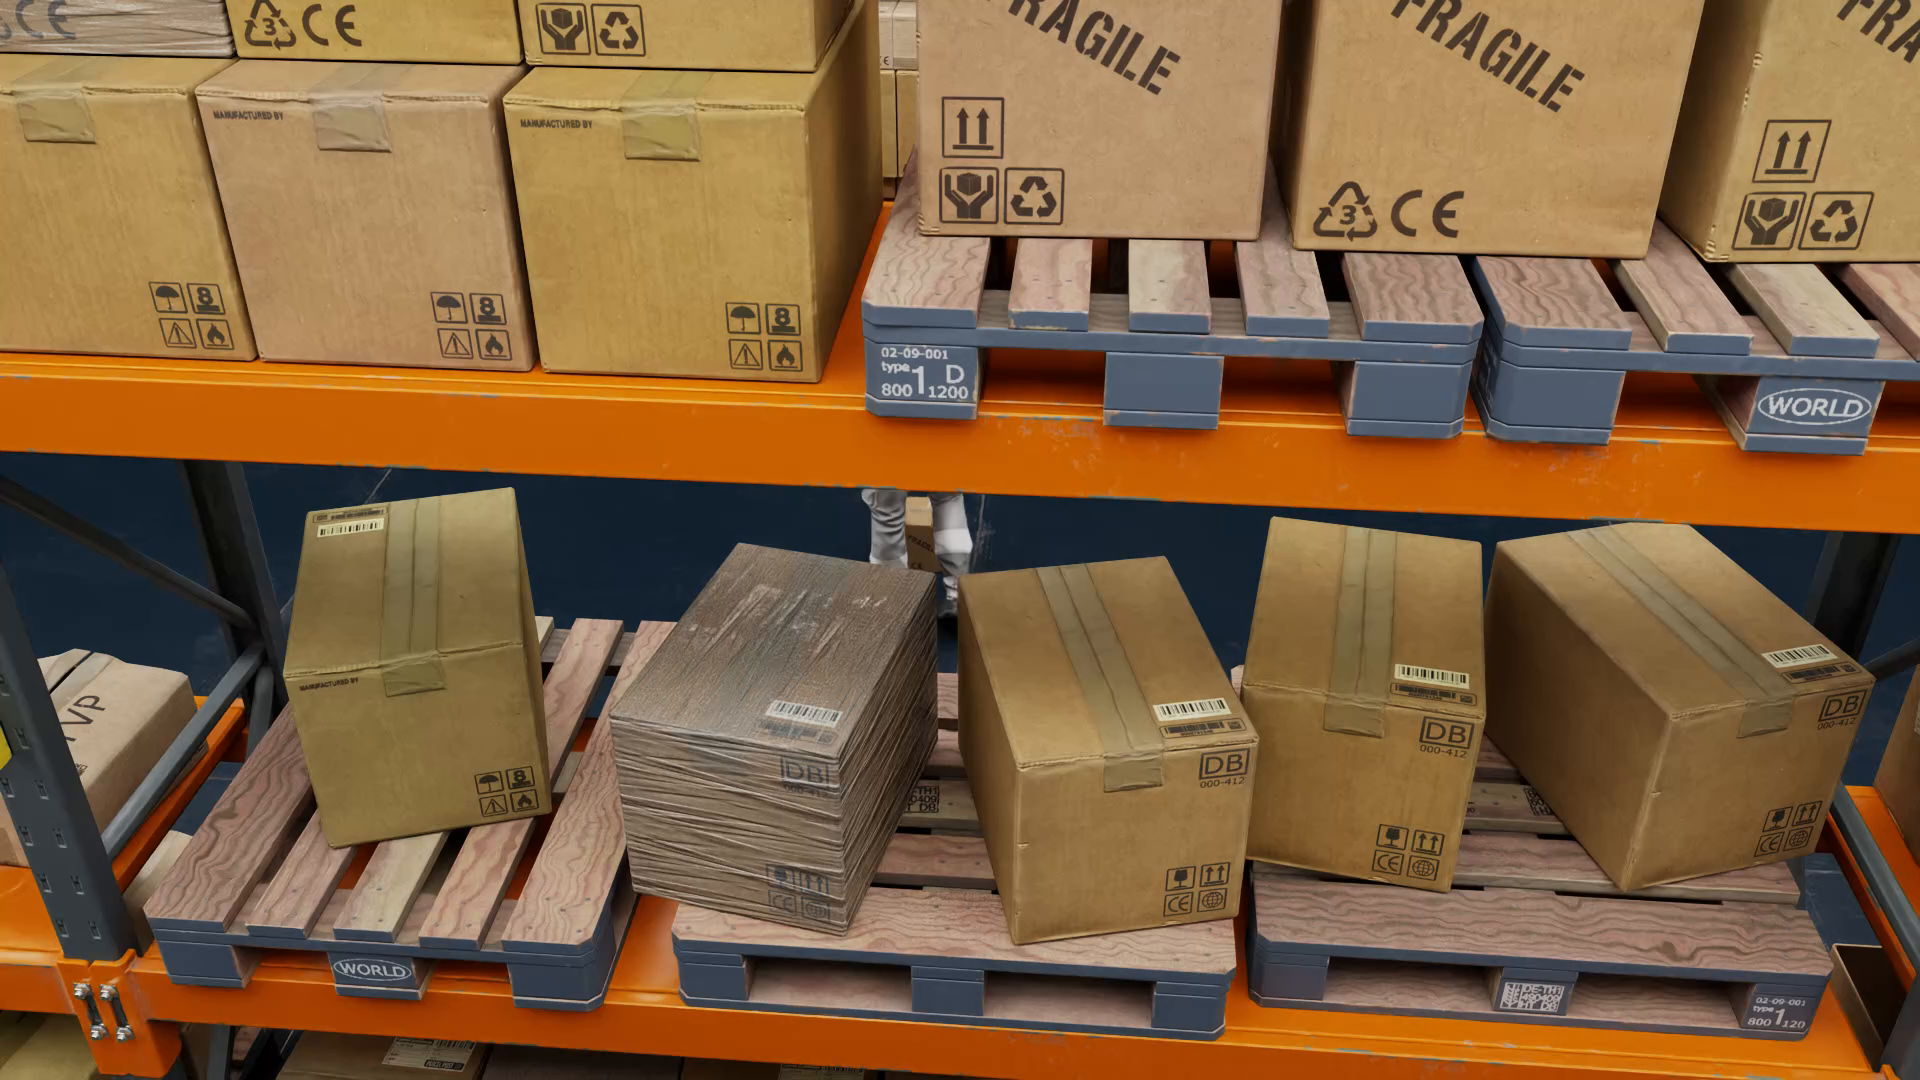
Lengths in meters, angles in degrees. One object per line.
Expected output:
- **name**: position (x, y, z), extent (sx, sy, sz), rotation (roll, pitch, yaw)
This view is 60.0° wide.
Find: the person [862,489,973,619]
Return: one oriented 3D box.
- **person**: position (-0.209, -0.425, 6.779), extent (0.588, 1.789, 0.481), rotation (-5, 32, -8)
